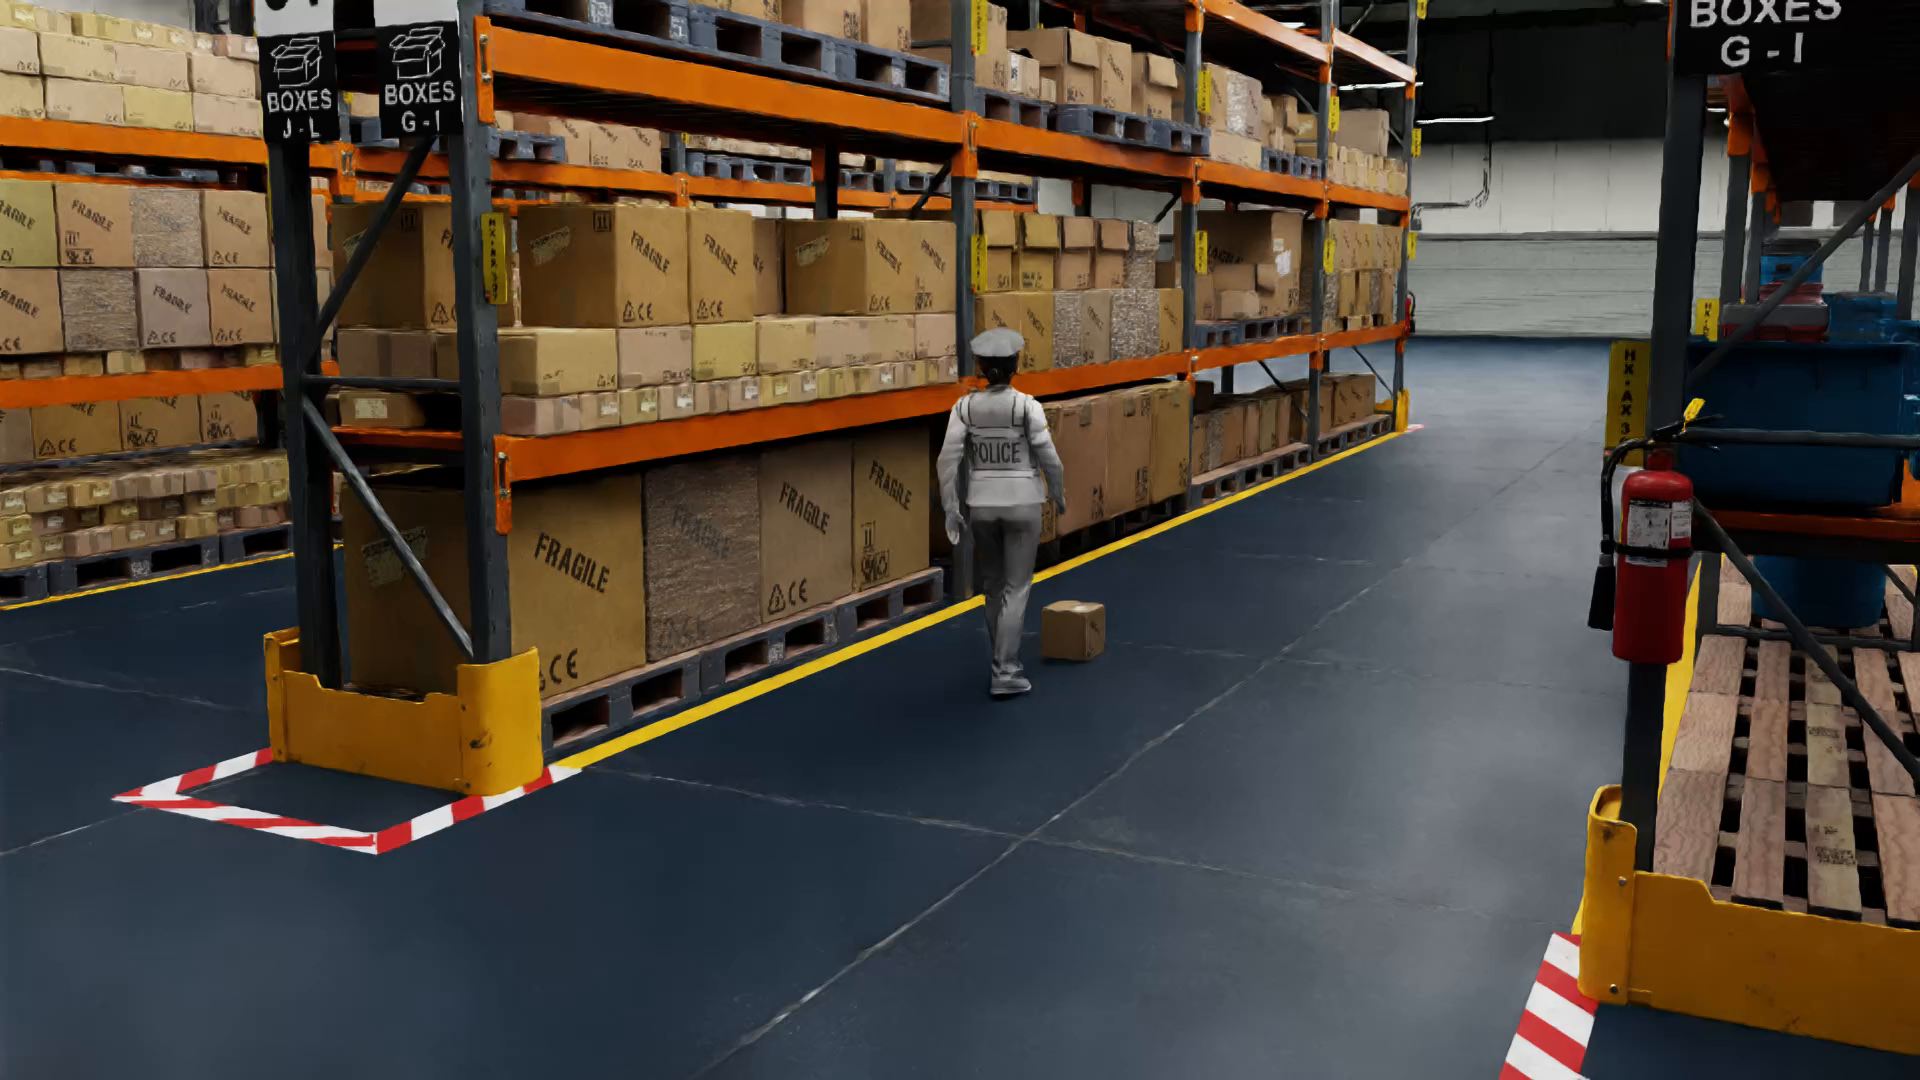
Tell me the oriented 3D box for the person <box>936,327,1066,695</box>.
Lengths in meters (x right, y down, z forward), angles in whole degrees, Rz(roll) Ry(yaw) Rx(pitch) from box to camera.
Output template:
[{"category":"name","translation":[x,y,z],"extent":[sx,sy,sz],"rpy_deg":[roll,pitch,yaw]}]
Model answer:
[{"category":"person","translation":[0.240,-0.137,7.766],"extent":[0.561,1.712,0.688],"rpy_deg":[4,10,21]}]
